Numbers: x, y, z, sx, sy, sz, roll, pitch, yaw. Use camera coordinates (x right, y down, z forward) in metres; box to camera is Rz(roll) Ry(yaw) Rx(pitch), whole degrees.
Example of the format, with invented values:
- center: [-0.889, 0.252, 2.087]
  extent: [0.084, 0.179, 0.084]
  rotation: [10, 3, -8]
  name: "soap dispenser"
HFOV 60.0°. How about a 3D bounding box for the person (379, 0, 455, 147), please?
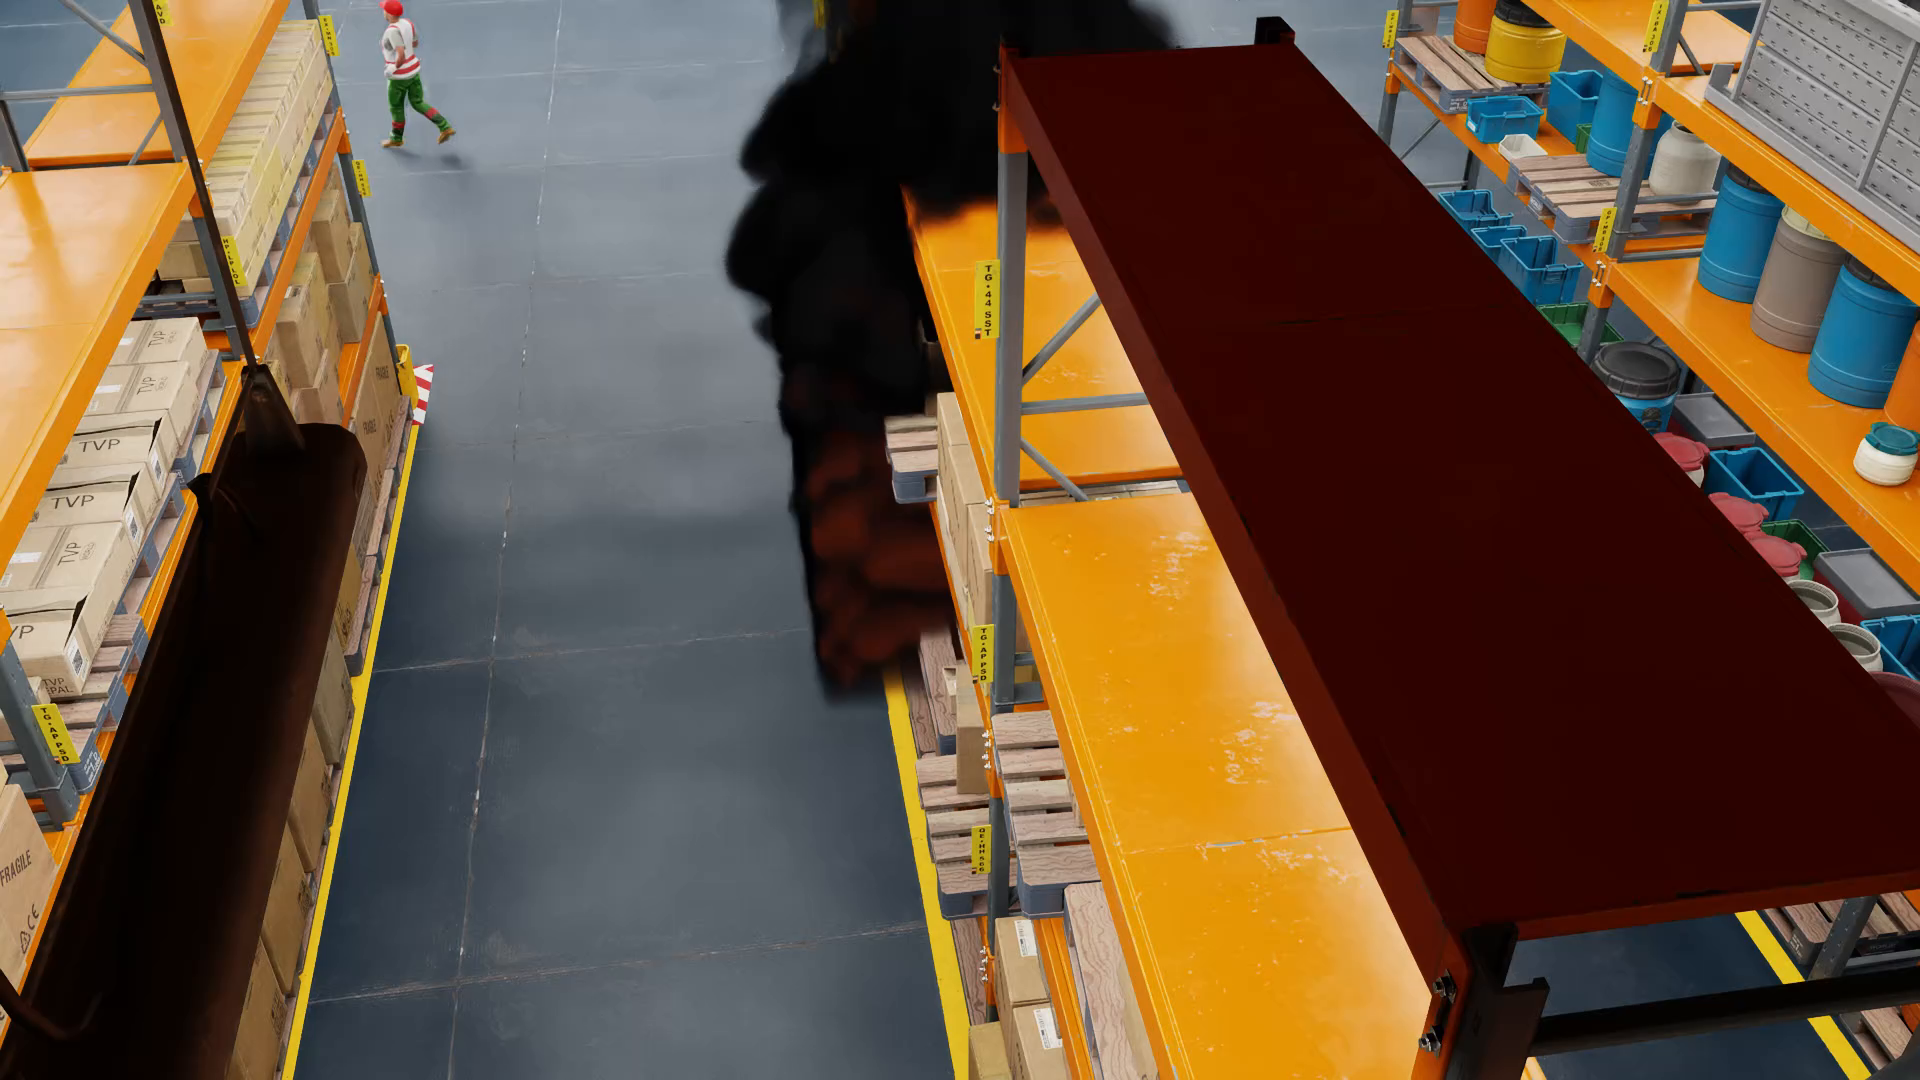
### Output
- center: [-6.416, -5.375, 19.216]
  extent: [0.988, 1.783, 0.654]
  rotation: [11, 38, 15]
  name: "person"
